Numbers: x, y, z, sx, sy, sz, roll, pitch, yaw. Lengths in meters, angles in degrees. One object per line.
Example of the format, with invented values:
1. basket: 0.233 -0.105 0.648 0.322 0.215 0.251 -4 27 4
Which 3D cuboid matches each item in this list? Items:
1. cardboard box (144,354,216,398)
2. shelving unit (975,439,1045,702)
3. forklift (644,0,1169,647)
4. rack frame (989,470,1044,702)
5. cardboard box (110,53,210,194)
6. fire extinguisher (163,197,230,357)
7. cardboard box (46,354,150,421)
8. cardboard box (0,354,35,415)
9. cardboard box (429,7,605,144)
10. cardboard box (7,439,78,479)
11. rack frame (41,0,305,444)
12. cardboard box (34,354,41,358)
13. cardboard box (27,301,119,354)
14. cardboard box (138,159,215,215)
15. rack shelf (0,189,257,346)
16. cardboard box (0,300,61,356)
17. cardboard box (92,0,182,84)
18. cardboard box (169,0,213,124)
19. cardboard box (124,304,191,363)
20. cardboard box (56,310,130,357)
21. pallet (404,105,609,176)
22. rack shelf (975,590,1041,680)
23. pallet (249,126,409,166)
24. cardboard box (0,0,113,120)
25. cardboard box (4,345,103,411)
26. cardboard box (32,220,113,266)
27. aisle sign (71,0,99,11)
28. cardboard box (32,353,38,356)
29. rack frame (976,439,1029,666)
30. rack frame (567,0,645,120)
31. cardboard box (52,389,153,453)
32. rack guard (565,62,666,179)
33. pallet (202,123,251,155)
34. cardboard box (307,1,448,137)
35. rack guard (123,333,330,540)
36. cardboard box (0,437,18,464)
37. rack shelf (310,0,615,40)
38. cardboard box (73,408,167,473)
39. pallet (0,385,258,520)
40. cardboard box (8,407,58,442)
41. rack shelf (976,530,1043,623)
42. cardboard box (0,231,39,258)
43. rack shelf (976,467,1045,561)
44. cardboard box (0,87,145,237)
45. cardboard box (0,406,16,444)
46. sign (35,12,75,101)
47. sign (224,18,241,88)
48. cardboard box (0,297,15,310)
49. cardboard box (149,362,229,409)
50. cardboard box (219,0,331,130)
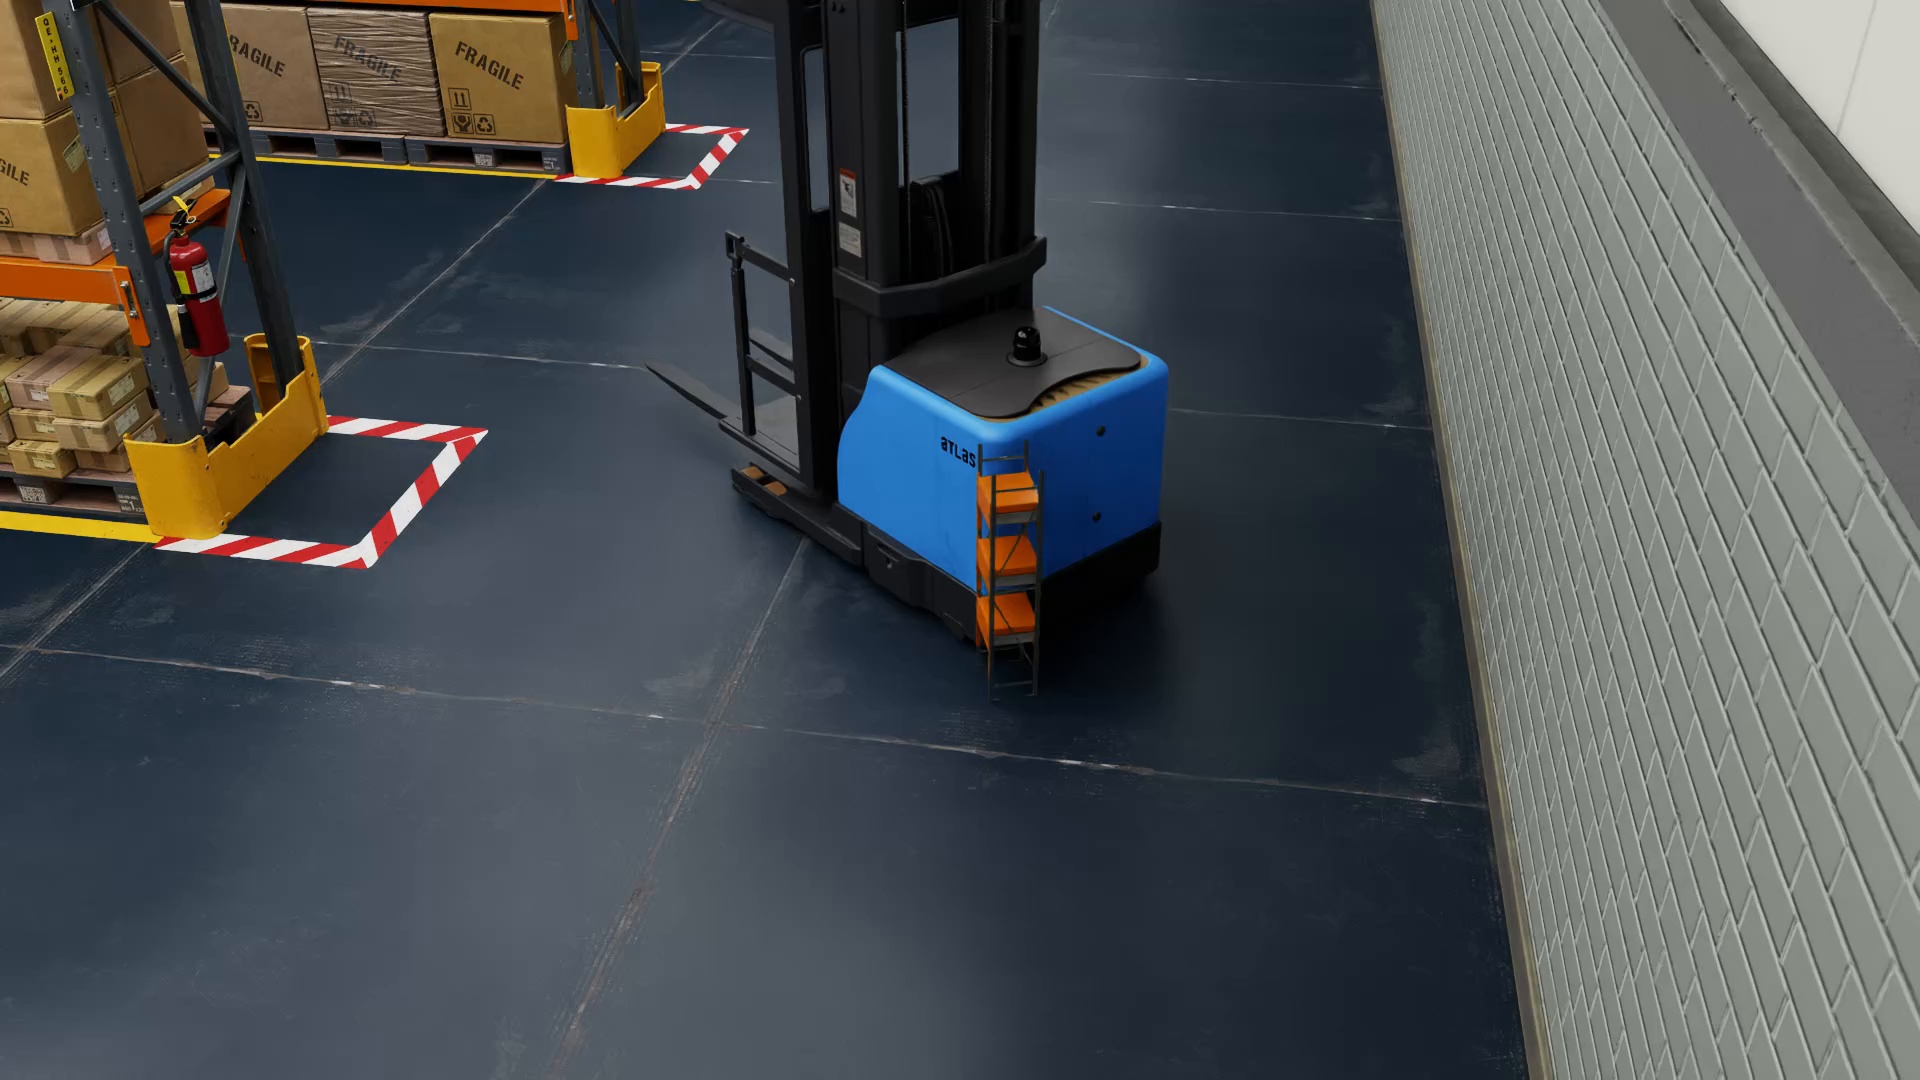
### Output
1. cardboard box: -3.948 -0.857 8.303 0.250 0.149 0.380 6 33 10
2. shelving unit: 0.191 0.132 6.549 0.215 1.050 0.252 -6 33 -10
3. forklift: -0.448 -1.506 7.393 1.130 2.935 3.031 -24 39 -33
4. rack frame: 0.215 0.196 6.448 0.200 1.050 0.008 -6 33 -10
5. cardboard box: -3.870 -1.933 7.637 0.500 0.500 0.500 7 33 11
6. fire extinguisher: -3.304 -1.126 7.145 0.183 0.674 0.296 5 32 8
7. cardboard box: -4.039 -0.717 7.798 0.250 0.149 0.380 6 32 9
8. cardboard box: -4.553 -0.726 7.813 0.250 0.149 0.380 4 32 7
9. cardboard box: -3.185 -3.458 12.054 0.875 0.875 0.875 5 32 8
10. cardboard box: -4.299 -0.458 7.945 0.250 0.149 0.380 6 33 10
11. rack frame: -3.474 -1.580 7.448 0.127 3.000 1.000 5 32 8
12. cardboard box: -4.464 -0.887 8.350 0.250 0.149 0.380 6 32 9
13. cardboard box: -4.452 -1.078 8.375 0.250 0.149 0.380 5 32 8
14. cardboard box: -3.738 -1.674 7.834 0.250 0.149 0.380 5 32 8
15. rack shelf: -5.446 -1.454 7.924 4.000 0.370 1.077 5 32 8
16. cardboard box: -4.711 -1.057 8.341 0.250 0.149 0.380 4 32 6
17. cardboard box: -3.872 -2.352 7.363 0.500 0.500 0.500 5 32 8
18. cardboard box: -5.846 -3.699 12.439 0.875 0.875 0.875 5 32 8
19. cardboard box: -3.934 -1.027 8.293 0.250 0.149 0.380 4 32 6
20. cardboard box: -4.226 -0.988 8.232 0.250 0.149 0.380 6 33 9
21. pallet: -3.342 -3.014 12.366 1.213 0.211 1.003 5 32 8
22. rack shelf: 0.191 0.377 6.703 0.215 0.259 0.240 -6 33 -10
23. pallet: -4.541 -3.124 12.542 1.213 0.211 1.003 5 32 8
24. cardboard box: -3.967 -2.083 6.934 0.500 0.500 0.500 5 32 7
25. cardboard box: -4.277 -0.769 7.882 0.250 0.149 0.380 6 33 9
26. cardboard box: -3.843 -1.355 7.325 0.250 0.149 0.380 5 32 8
27. aisle sign: -3.453 -2.519 6.497 0.004 0.787 0.394 5 32 8
28. cardboard box: -4.699 -0.966 8.477 0.250 0.149 0.380 6 33 10
29. rack frame: 0.167 0.069 6.651 0.200 1.050 0.008 -6 33 -10
30. rack frame: -2.540 -4.165 11.578 0.127 3.000 1.000 5 32 8
31. cardboard box: -4.043 -0.574 7.850 0.250 0.149 0.380 4 32 7
32. rack guard: -2.517 -3.104 12.237 0.348 0.500 1.175 5 32 8
33. pallet: -5.747 -3.232 12.714 1.213 0.211 1.003 5 32 8
34. cardboard box: -4.082 -3.539 12.184 0.875 0.875 0.875 5 32 8
35. rack guard: -3.549 -0.528 8.122 0.348 0.500 1.175 5 32 8
36. cardboard box: -4.545 -0.526 8.055 0.250 0.149 0.380 5 32 8
37. rack shelf: -4.512 -4.039 12.054 4.000 0.370 1.077 5 32 8
38. cardboard box: -4.028 -0.488 7.993 0.250 0.149 0.380 6 32 9
39. pallet: -4.344 -0.496 8.344 1.213 0.211 1.003 5 32 8
40. cardboard box: -4.291 -0.625 7.933 0.250 0.149 0.380 4 32 7
41. rack shelf: 0.191 0.141 6.555 0.215 0.259 0.240 -6 33 -10
42. cardboard box: -4.082 -1.397 7.391 0.250 0.149 0.380 5 32 8
43. rack shelf: 0.191 -0.099 6.405 0.215 0.259 0.240 -6 33 -10
44. cardboard box: -3.961 -1.654 7.191 0.500 0.500 0.500 6 33 9
45. cardboard box: -4.555 -0.619 7.923 0.250 0.149 0.380 4 32 6
46. sign: -3.587 -1.917 6.596 0.005 0.325 0.100 5 32 8
47. sign: -3.383 -2.231 7.671 0.005 0.325 0.100 5 32 8
48. cardboard box: -4.983 -1.086 8.389 0.250 0.149 0.380 6 33 10
49. cardboard box: -3.937 -0.764 8.435 0.250 0.149 0.380 6 33 9
50. cardboard box: -4.959 -3.619 12.311 0.875 0.875 0.875 5 32 8
